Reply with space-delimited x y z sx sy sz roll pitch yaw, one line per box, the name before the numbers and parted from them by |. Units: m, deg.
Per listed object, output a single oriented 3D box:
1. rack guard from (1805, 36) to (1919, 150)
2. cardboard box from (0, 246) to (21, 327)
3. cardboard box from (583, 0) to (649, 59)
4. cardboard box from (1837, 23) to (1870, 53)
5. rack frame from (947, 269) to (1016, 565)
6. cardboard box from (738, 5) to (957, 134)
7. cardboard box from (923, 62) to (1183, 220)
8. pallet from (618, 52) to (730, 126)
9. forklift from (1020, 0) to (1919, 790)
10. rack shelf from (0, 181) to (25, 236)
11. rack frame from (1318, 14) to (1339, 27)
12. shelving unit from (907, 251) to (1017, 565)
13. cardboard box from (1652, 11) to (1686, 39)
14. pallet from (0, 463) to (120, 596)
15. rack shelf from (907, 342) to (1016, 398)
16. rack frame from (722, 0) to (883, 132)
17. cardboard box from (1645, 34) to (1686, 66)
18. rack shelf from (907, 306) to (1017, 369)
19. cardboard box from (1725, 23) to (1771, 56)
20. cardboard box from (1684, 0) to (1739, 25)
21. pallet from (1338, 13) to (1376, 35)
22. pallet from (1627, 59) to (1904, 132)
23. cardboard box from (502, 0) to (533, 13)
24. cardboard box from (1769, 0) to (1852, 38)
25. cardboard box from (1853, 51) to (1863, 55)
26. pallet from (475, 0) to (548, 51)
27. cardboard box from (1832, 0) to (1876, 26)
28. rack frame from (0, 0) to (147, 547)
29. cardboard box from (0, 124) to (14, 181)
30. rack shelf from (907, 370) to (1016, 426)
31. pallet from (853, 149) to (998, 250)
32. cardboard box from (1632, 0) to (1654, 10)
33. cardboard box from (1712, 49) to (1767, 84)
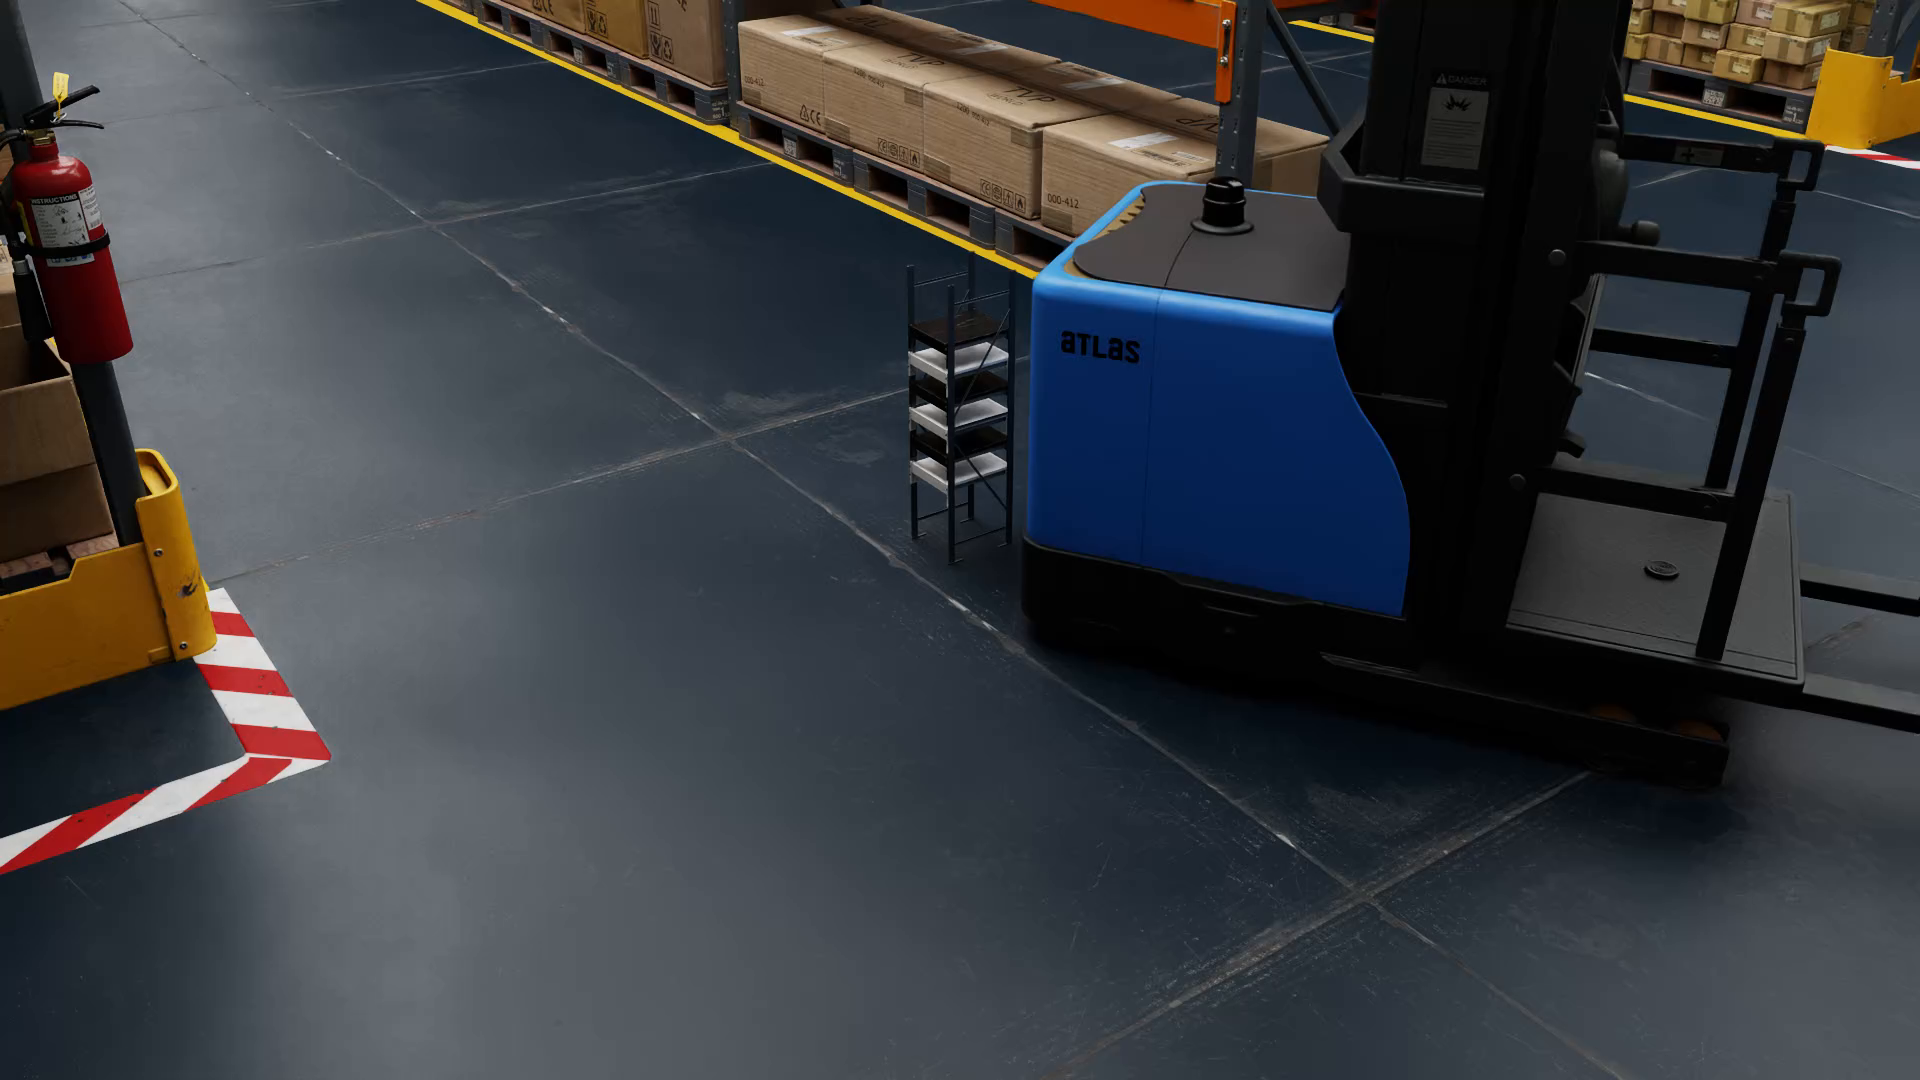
rack guard | 5.359 -2.606 9.525 1.175 0.500 0.348 -19 34 -31
cardboard box | -3.354 -0.583 5.359 0.700 0.500 0.500 -17 33 -29
cardboard box | -1.846 -3.639 10.594 0.875 0.875 0.875 -18 33 -29
cardboard box | 5.308 -3.012 9.889 0.380 0.149 0.250 -17 33 -29
rack frame | 0.064 -0.353 4.957 0.240 0.900 0.006 -19 34 -31
cardboard box | -0.614 -2.605 9.149 0.875 0.438 0.875 -19 34 -31
cardboard box | 0.427 -1.906 7.862 0.875 0.438 0.875 -18 33 -29
pallet | -1.400 -2.874 10.321 1.003 0.211 1.213 -19 34 -31
forklift | 1.739 -0.960 3.946 3.031 2.935 1.130 11 30 20
rack shelf | -3.772 -1.351 5.349 1.077 0.370 4.000 -19 34 -31
rack frame | 3.082 -5.230 11.737 1.000 3.000 0.127 -19 34 -31
shelving unit | 0.005 -0.392 5.029 0.258 0.900 0.210 -19 34 -31
cardboard box | 4.489 -3.198 10.231 0.380 0.149 0.250 -19 34 -31
pallet | -3.119 -0.003 5.035 1.003 0.211 1.213 -19 34 -31
rack shelf | 0.005 -0.521 4.959 0.258 0.077 0.200 -19 34 -31
rack frame | -0.891 -3.820 9.141 1.000 3.000 0.127 -19 34 -31
cardboard box | 4.459 -3.044 10.260 0.380 0.149 0.250 -18 33 -30
rack shelf | 0.005 -0.600 4.916 0.258 0.077 0.200 -19 34 -31
cardboard box | 4.756 -2.980 9.830 0.380 0.149 0.250 -20 34 -32
cardboard box | 4.536 -3.183 9.891 0.380 0.149 0.250 -20 34 -32
pallet | 3.501 -3.753 11.940 1.003 0.211 1.213 -19 34 -31
pallet | 4.916 -2.805 10.193 1.003 0.211 1.213 -19 34 -31
cardboard box | -2.878 -4.335 11.875 0.875 0.875 0.875 -19 34 -31
cardboard box | 4.889 -3.004 9.562 0.380 0.149 0.250 -18 33 -30
cardboard box | 5.359 -2.899 9.992 0.380 0.149 0.250 -18 33 -30
pallet | -2.816 -3.823 12.067 1.003 0.211 1.213 -19 34 -31
cardboard box | 5.375 -3.166 9.860 0.380 0.149 0.250 -21 35 -33
rack frame | -2.612 -0.890 3.745 1.000 3.000 0.127 -19 34 -31
cardboard box | -2.579 -0.983 4.180 0.380 0.149 0.250 -19 34 -31
rack shelf | 0.005 -0.442 5.002 0.258 0.077 0.200 -19 34 -31
pallet | 0.198 -1.803 8.349 1.003 0.211 1.213 -19 34 -31
cardboard box | 4.237 -3.390 10.273 0.380 0.149 0.250 -17 33 -29
cardboard box | 4.696 -2.825 9.857 0.380 0.149 0.250 -18 33 -29
